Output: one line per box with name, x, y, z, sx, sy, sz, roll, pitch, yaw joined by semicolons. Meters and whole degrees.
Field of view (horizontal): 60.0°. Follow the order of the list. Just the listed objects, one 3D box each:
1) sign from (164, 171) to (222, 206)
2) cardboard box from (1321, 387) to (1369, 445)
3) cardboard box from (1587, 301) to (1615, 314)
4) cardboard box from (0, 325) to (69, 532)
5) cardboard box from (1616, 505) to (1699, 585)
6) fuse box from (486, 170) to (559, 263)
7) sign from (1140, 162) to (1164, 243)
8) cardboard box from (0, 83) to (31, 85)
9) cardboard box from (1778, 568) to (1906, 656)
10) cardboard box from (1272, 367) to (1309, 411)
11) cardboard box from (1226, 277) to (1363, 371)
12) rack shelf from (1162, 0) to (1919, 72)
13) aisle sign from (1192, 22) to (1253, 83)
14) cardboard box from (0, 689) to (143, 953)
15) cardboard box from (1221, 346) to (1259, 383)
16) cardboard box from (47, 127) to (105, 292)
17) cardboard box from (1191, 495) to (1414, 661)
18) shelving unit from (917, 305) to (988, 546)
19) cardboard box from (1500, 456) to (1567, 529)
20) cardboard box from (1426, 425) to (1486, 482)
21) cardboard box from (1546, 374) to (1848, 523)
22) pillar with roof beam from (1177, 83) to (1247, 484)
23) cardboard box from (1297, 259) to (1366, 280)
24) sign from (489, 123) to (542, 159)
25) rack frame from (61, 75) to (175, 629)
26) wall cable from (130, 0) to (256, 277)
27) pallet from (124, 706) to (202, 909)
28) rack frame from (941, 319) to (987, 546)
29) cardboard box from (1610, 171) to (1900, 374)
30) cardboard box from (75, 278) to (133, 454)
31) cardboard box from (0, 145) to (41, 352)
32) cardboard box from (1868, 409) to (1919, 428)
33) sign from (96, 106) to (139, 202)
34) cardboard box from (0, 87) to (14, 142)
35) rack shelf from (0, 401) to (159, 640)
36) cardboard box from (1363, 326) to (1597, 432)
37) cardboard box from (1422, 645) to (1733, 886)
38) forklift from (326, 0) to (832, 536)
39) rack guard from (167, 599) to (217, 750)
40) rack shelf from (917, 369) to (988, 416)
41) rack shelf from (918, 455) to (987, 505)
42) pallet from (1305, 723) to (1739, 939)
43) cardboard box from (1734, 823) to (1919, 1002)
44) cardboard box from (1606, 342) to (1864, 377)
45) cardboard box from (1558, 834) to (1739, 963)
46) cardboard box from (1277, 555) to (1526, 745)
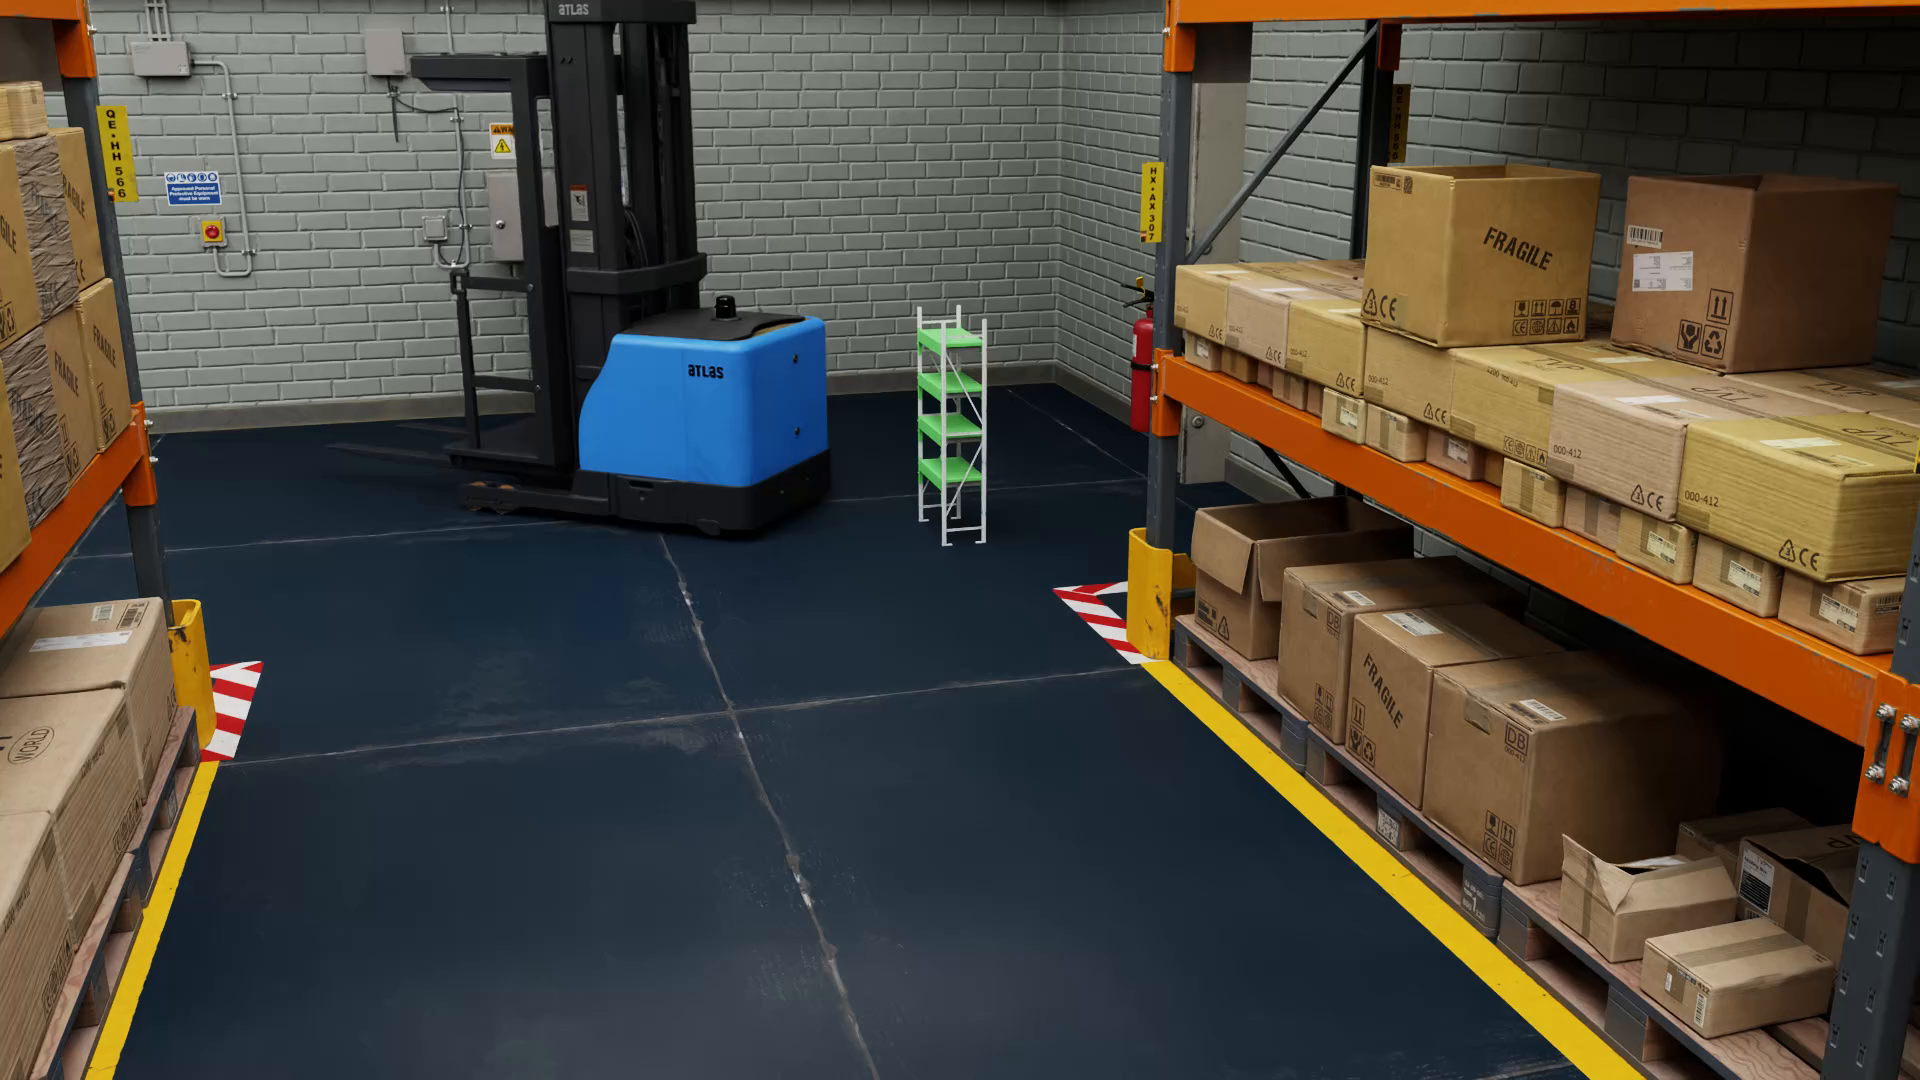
sign;-5.087;-2.332;11.032;0.327;0.218;0.001;-5;17;-15
cardboard box;1.452;-0.432;5.612;0.380;0.149;0.250;-5;17;-17
cardboard box;1.973;-0.709;5.843;0.500;0.250;0.500;-4;17;-14
cardboard box;-2.791;-0.285;4.515;0.500;0.500;0.500;-4;17;-14
cardboard box;1.901;-0.007;4.197;0.380;0.149;0.250;-4;17;-14
fuse box;-2.964;-1.698;11.631;0.539;1.711;0.414;-5;17;-15
sign;0.798;-1.397;6.883;0.100;0.325;0.005;-5;17;-15
cardboard box;-3.068;-1.317;5.084;0.380;0.149;0.250;-4;17;-14
cardboard box;2.088;0.133;3.730;0.380;0.149;0.250;-4;17;-14
cardboard box;1.377;-0.581;6.108;0.380;0.149;0.250;-4;17;-14
cardboard box;1.324;-0.809;6.176;0.500;0.250;0.500;-5;17;-15
rack shelf;1.869;-1.564;4.981;1.077;0.370;4.000;-5;17;-15
aisle sign;1.018;-2.266;6.762;0.394;0.787;0.004;-5;17;-15
cardboard box;-2.915;0.821;4.727;0.875;0.438;0.875;-4;17;-14
cardboard box;1.261;-0.725;6.590;0.380;0.149;0.250;-4;17;-14
cardboard box;-3.091;-1.044;5.301;0.500;0.500;0.500;-4;17;-13
cardboard box;1.397;0.146;6.861;0.797;0.503;0.637;-5;18;-17
shelving unit;-0.046;-0.620;8.932;0.258;1.200;0.503;-5;17;-15
cardboard box;1.758;-0.150;4.674;0.380;0.149;0.250;-5;17;-16
cardboard box;1.681;-0.295;5.156;0.380;0.149;0.250;-5;17;-15
cardboard box;1.892;-0.248;4.308;0.500;0.250;0.500;-5;17;-15
pillar with roof beam;-2.694;-4.375;7.875;9.100;9.000;0.400;-5;17;-15
cardboard box;1.701;-0.989;6.776;0.500;0.250;0.500;-4;17;-14
sign;-3.074;-2.764;11.503;0.339;0.242;0.001;-5;17;-15
rack frame;-3.452;-0.632;5.841;1.000;3.000;0.127;-5;17;-15
wall cable;-5.024;-2.691;10.876;0.585;1.953;0.123;-5;17;-15
pallet;-3.157;0.919;5.526;1.003;0.211;1.213;-5;17;-15
rack frame;0.022;-0.553;8.707;0.240;1.200;0.015;-5;17;-15
cardboard box;2.265;-0.781;4.779;0.500;0.500;0.500;-5;17;-17
cardboard box;-3.065;-0.567;5.452;0.500;0.500;0.500;-5;17;-15
cardboard box;-2.786;-0.765;4.371;0.500;0.500;0.500;-5;17;-16
cardboard box;2.542;-0.148;3.973;0.500;0.250;0.500;-5;17;-16
sign;-2.926;-1.339;5.770;0.100;0.325;0.005;-5;17;-15
cardboard box;-2.886;-1.180;4.626;0.380;0.149;0.250;-4;17;-14
rack shelf;-2.902;0.266;4.102;1.077;0.370;4.000;-5;17;-15
cardboard box;1.627;-0.530;5.245;0.500;0.250;0.500;-5;17;-17
cardboard box;1.879;0.674;5.108;0.700;0.500;0.500;-5;18;-17
forklift;-2.316;-1.681;9.452;3.031;2.935;1.130;7;18;22
rack guard;-3.459;0.559;6.222;1.175;0.500;0.348;-5;17;-15
rack shelf;-0.046;-0.789;8.881;0.258;0.148;0.480;-5;17;-15
rack shelf;-0.046;-0.329;9.019;0.258;0.148;0.480;-5;17;-15
pallet;1.892;0.889;5.627;1.003;0.211;1.213;-5;17;-15
cardboard box;2.465;0.967;4.464;0.500;0.311;0.500;-4;17;-13
cardboard box;2.258;-0.429;4.909;0.500;0.250;0.500;-4;17;-14
cardboard box;1.885;0.960;4.565;0.396;0.266;0.258;-4;17;-13
cardboard box;1.594;0.387;6.064;0.700;0.500;0.500;-4;17;-13
